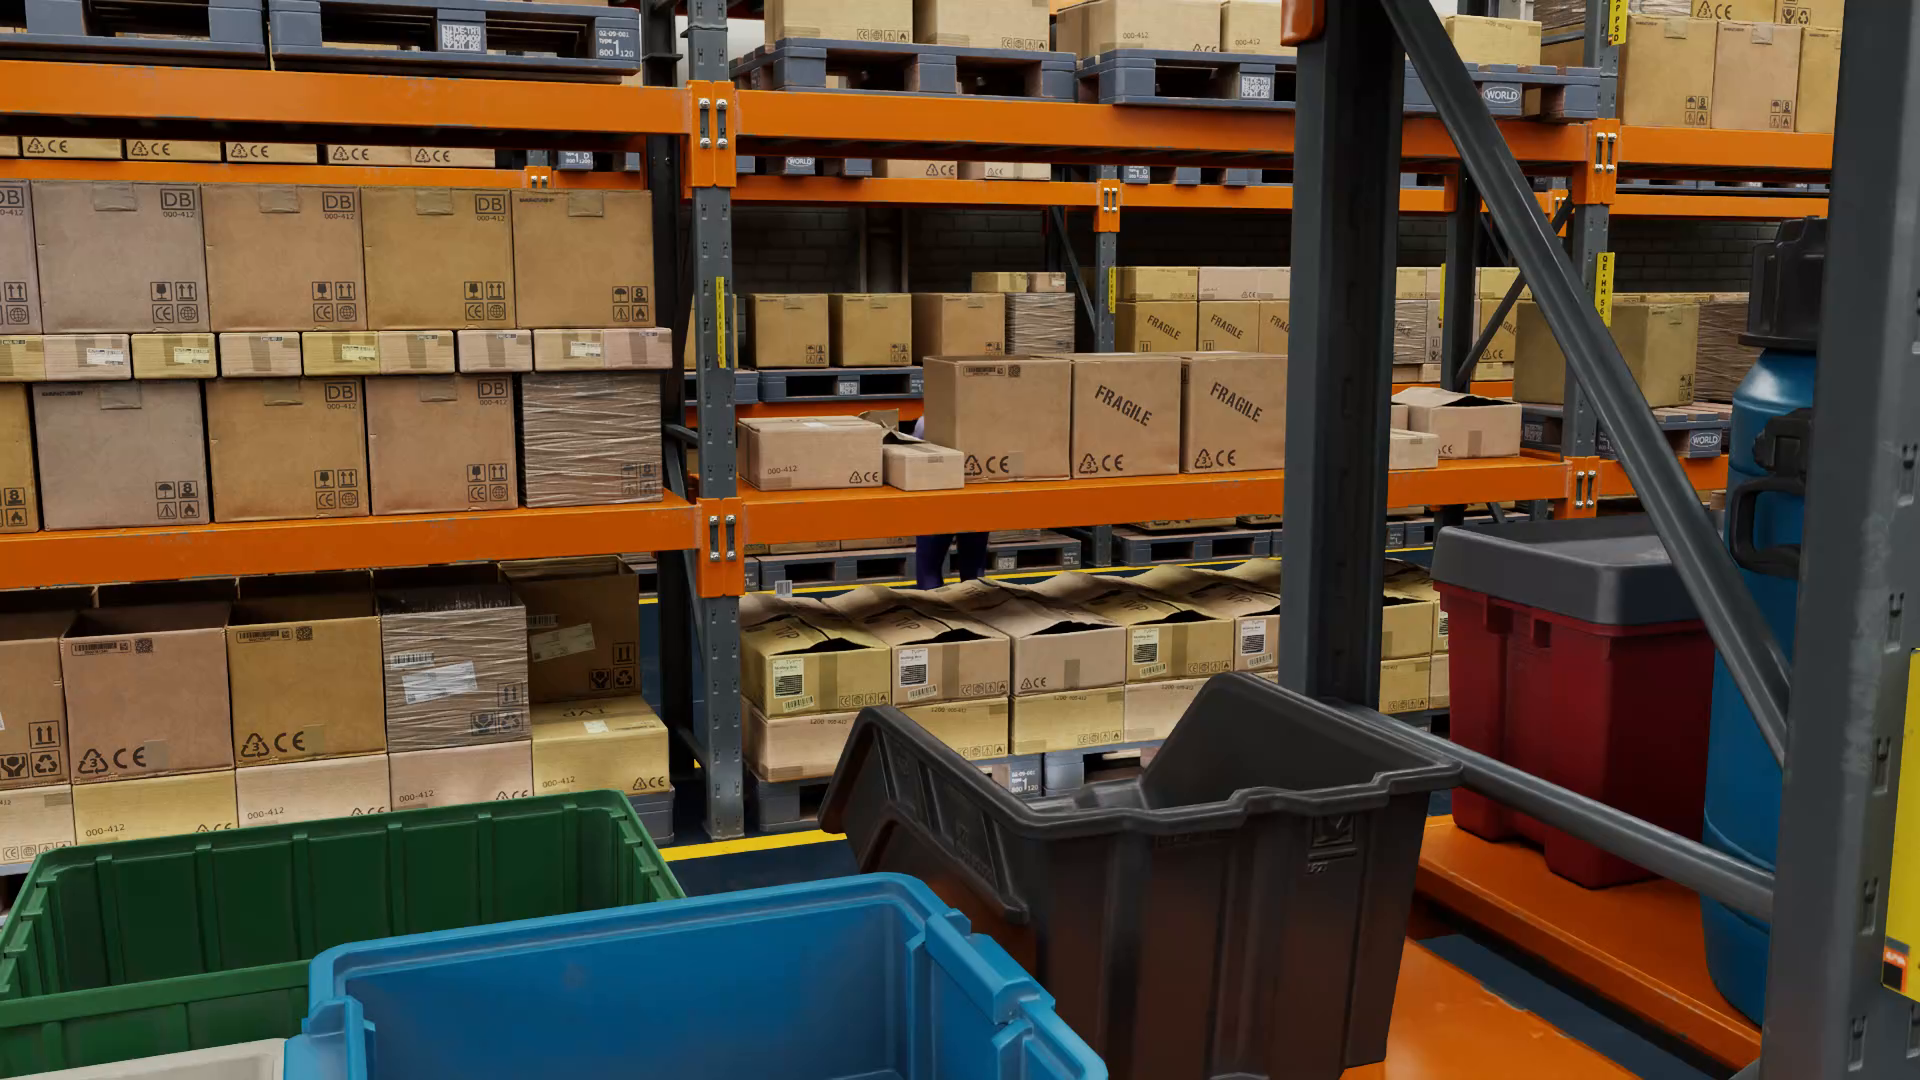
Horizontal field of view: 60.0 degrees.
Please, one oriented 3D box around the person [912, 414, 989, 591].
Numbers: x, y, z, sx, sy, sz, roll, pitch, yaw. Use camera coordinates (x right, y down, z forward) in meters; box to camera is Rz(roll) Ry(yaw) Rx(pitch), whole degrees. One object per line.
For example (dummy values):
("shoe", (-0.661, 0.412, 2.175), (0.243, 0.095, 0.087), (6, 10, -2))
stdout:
("person", (-0.080, -0.167, 9.542), (0.435, 1.634, 0.531), (-4, 10, -22))
